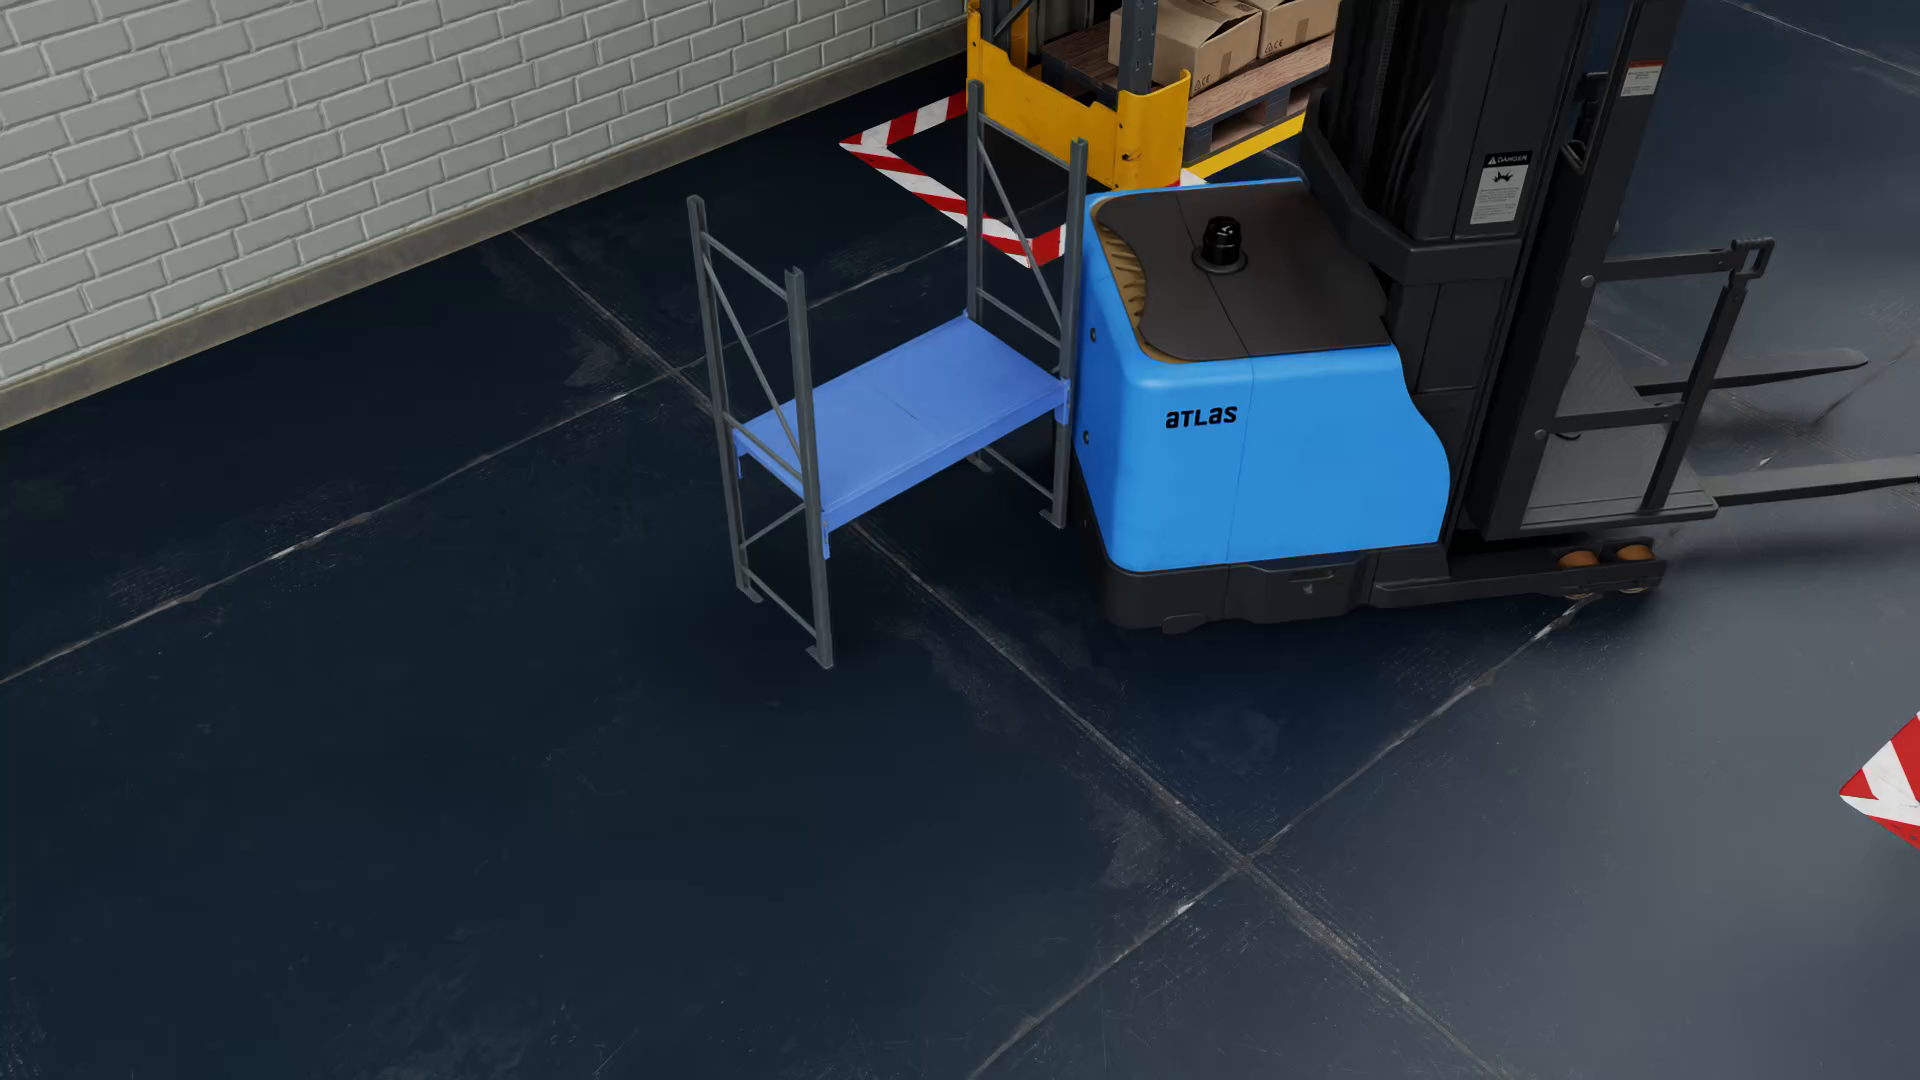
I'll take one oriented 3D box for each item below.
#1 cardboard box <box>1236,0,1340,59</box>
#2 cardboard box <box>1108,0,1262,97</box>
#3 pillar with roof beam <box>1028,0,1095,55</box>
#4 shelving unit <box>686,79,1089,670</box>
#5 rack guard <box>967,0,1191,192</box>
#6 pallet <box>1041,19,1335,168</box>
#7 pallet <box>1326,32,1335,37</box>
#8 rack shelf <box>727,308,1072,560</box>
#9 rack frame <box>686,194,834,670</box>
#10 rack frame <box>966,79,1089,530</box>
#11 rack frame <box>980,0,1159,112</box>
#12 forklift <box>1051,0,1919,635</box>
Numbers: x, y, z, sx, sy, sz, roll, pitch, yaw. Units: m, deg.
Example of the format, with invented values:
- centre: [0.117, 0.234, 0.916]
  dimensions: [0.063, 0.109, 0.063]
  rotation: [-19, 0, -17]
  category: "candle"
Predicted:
- centre: [1.480, -2.614, 7.985]
  dimensions: [0.500, 0.311, 0.500]
  rotation: [-26, 49, -25]
  category: "cardboard box"
- centre: [1.043, -2.364, 7.718]
  dimensions: [0.500, 0.311, 0.500]
  rotation: [33, 52, 30]
  category: "cardboard box"
- centre: [3.198, -3.615, 3.025]
  dimensions: [0.400, 9.000, 9.100]
  rotation: [-30, 51, -28]
  category: "pillar with roof beam"
- centre: [-0.190, -0.493, 5.180]
  dimensions: [1.048, 1.500, 0.538]
  rotation: [-30, 51, -28]
  category: "shelving unit"
- centre: [0.513, -2.049, 7.566]
  dimensions: [0.348, 0.500, 1.175]
  rotation: [-30, 51, -28]
  category: "rack guard"
- centre: [1.159, -2.282, 8.025]
  dimensions: [1.213, 0.211, 1.003]
  rotation: [-30, 51, -28]
  category: "pallet"
- centre: [2.094, -2.815, 8.593]
  dimensions: [1.213, 0.211, 1.003]
  rotation: [-30, 51, -28]
  category: "pallet"
- centre: [-0.190, -0.362, 5.303]
  dimensions: [1.000, 0.185, 0.538]
  rotation: [-30, 51, -28]
  category: "rack shelf"
- centre: [-0.577, -0.268, 4.939]
  dimensions: [0.032, 1.500, 0.500]
  rotation: [-30, 51, -28]
  category: "rack frame"
- centre: [0.197, -0.719, 5.420]
  dimensions: [0.032, 1.500, 0.500]
  rotation: [-30, 51, -28]
  category: "rack frame"
- centre: [0.454, -2.927, 6.675]
  dimensions: [0.127, 3.000, 1.000]
  rotation: [-30, 51, -28]
  category: "rack frame"
- centre: [1.892, -1.226, 4.914]
  dimensions: [3.031, 2.935, 1.130]
  rotation: [-6, 44, -6]
  category: "forklift"
